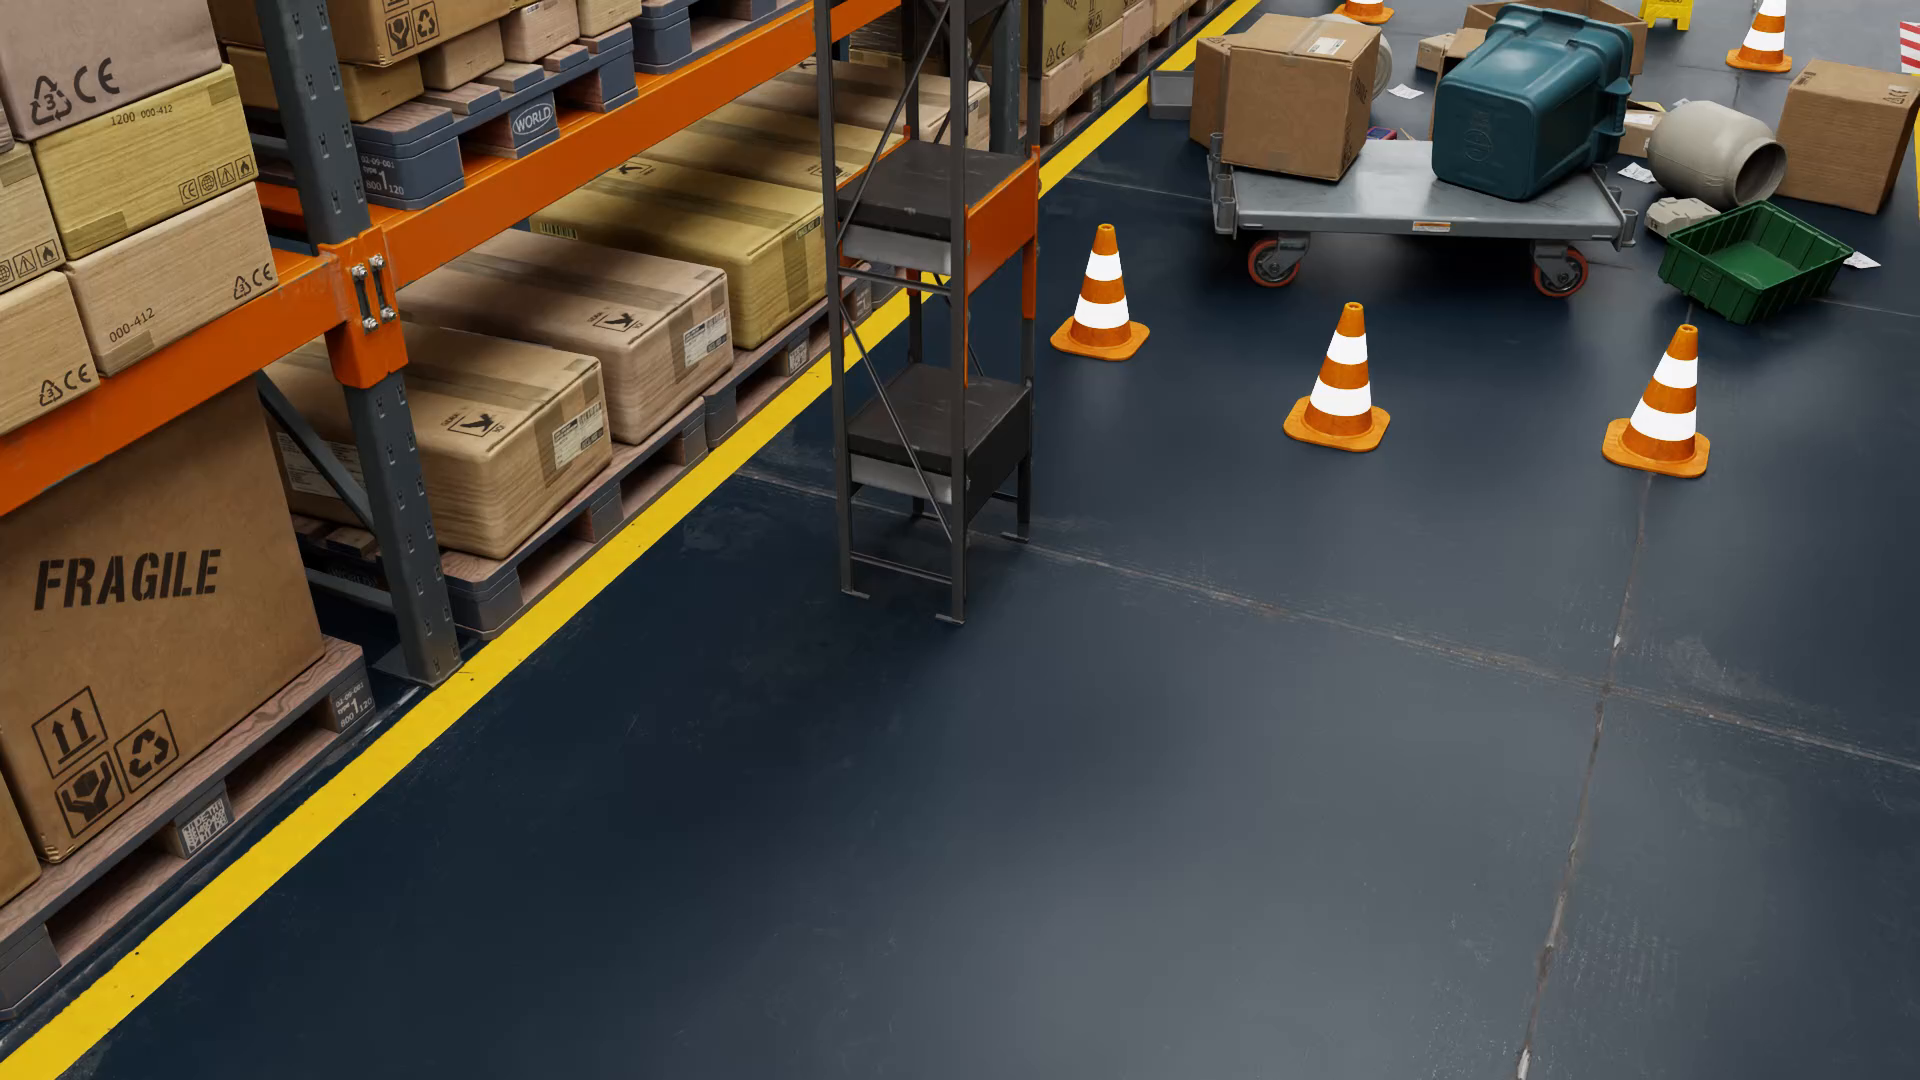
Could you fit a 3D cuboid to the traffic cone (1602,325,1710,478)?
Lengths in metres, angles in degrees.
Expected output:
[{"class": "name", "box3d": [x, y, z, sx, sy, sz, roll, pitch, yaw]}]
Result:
[{"class": "traffic cone", "box3d": [2.395, -0.506, 5.600, 0.336, 0.463, 0.334, 14, 36, 20]}]

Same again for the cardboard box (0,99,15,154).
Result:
[{"class": "cardboard box", "box3d": [-2.070, -0.867, 2.833, 0.500, 0.500, 0.500, 15, 36, 21]}]

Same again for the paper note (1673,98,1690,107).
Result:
[{"class": "paper note", "box3d": [3.821, -2.268, 8.682, 0.144, 0.017, 0.142, 29, 43, 36]}]

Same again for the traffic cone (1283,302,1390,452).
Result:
[{"class": "traffic cone", "box3d": [1.329, -0.600, 5.744, 0.336, 0.463, 0.334, 14, 36, 20]}]

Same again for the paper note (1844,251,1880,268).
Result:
[{"class": "paper note", "box3d": [3.787, -1.190, 7.036, 0.147, 0.020, 0.142, -9, 34, -13]}]

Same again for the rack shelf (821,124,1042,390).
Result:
[{"class": "rack shelf", "box3d": [-0.069, -0.784, 4.556, 0.431, 0.518, 0.480, 14, 36, 20]}]

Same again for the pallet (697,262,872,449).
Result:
[{"class": "pallet", "box3d": [-1.044, -0.810, 6.293, 1.003, 0.211, 1.213, 14, 36, 20]}]

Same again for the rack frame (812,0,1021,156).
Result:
[{"class": "rack frame", "box3d": [-0.210, -2.974, 7.050, 1.000, 3.000, 0.127, 14, 36, 20]}]

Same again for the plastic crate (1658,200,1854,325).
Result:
[{"class": "plastic crate", "box3d": [3.211, -1.124, 6.740, 0.662, 0.188, 0.450, -21, 49, -29]}]

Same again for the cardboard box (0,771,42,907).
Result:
[{"class": "cardboard box", "box3d": [-2.625, 0.499, 3.307, 0.875, 0.875, 0.875, 15, 36, 21]}]

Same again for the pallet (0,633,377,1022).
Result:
[{"class": "pallet", "box3d": [-2.282, 0.560, 4.204, 1.003, 0.211, 1.213, 14, 36, 20]}]

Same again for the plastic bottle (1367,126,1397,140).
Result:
[{"class": "plastic bottle", "box3d": [2.033, -1.958, 8.180, 0.133, 0.061, 0.283, 21, 39, 28]}]

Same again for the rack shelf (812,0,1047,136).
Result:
[{"class": "rack shelf", "box3d": [-0.069, -1.370, 4.172, 0.431, 0.518, 0.480, 14, 36, 20]}]

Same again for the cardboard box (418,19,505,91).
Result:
[{"class": "cardboard box", "box3d": [-1.430, -1.305, 4.350, 0.380, 0.149, 0.250, 12, 35, 18]}]

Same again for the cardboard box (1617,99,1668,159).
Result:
[{"class": "cardboard box", "box3d": [3.374, -2.024, 8.094, 0.396, 0.266, 0.258, 21, 39, 28]}]

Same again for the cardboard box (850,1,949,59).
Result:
[{"class": "cardboard box", "box3d": [-0.206, -2.669, 8.026, 0.500, 0.500, 0.500, 14, 36, 20]}]

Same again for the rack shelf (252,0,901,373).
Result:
[{"class": "rack shelf", "box3d": [-1.047, -1.677, 5.728, 1.077, 0.370, 4.000, 14, 36, 20]}]

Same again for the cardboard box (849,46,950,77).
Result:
[{"class": "cardboard box", "box3d": [-0.207, -2.356, 8.232, 0.500, 0.250, 0.500, 16, 36, 23]}]

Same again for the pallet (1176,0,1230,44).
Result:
[{"class": "pallet", "box3d": [1.059, -3.366, 10.190, 1.003, 0.211, 1.213, 14, 36, 20]}]

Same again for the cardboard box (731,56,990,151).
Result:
[{"class": "cardboard box", "box3d": [-0.427, -1.789, 7.256, 0.950, 0.372, 0.625, 15, 36, 21]}]

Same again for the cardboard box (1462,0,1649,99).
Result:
[{"class": "cardboard box", "box3d": [3.028, -2.466, 8.553, 0.797, 0.503, 0.637, -9, 34, -13]}]

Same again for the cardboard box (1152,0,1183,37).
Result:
[{"class": "cardboard box", "box3d": [0.932, -3.009, 9.229, 0.500, 0.250, 0.500, 13, 35, 19]}]

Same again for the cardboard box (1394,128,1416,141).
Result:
[{"class": "cardboard box", "box3d": [2.080, -1.744, 7.667, 0.258, 0.266, 0.396, -9, 34, -13]}]

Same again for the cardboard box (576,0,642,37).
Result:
[{"class": "cardboard box", "box3d": [-1.140, -1.563, 4.744, 0.380, 0.149, 0.250, 14, 36, 21]}]

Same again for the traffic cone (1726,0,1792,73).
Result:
[{"class": "traffic cone", "box3d": [4.490, -2.881, 9.222, 0.336, 0.463, 0.334, 14, 36, 20]}]

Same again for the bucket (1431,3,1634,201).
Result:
[{"class": "bucket", "box3d": [2.291, -1.752, 6.785, 0.726, 0.611, 0.620, 29, 53, 36]}]

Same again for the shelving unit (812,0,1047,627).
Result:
[{"class": "shelving unit", "box3d": [-0.069, -0.796, 4.549, 0.431, 2.100, 0.503, 14, 36, 20]}]

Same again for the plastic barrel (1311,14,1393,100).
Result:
[{"class": "plastic barrel", "box3d": [1.974, -2.513, 8.696, 0.421, 0.421, 0.512, -15, 36, -21]}]

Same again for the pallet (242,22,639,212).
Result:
[{"class": "pallet", "box3d": [-1.682, -1.281, 4.643, 1.213, 0.211, 1.003, 14, 36, 20]}]

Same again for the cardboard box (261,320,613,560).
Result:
[{"class": "cardboard box", "box3d": [-1.638, -0.338, 5.043, 0.950, 0.372, 0.625, 12, 35, 17]}]

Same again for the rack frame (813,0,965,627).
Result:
[{"class": "rack frame", "box3d": [-0.171, -0.674, 4.363, 0.400, 2.100, 0.015, 14, 36, 20]}]

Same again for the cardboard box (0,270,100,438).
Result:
[{"class": "cardboard box", "box3d": [-2.059, -0.349, 3.184, 0.500, 0.250, 0.500, 15, 36, 21]}]

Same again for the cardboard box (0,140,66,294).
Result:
[{"class": "cardboard box", "box3d": [-2.067, -0.572, 3.068, 0.500, 0.250, 0.500, 13, 36, 19]}]

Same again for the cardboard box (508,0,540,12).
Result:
[{"class": "cardboard box", "box3d": [-1.274, -1.756, 4.447, 0.500, 0.500, 0.500, 16, 37, 23]}]

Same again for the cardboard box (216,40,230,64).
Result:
[{"class": "cardboard box", "box3d": [-1.960, -1.269, 4.297, 0.380, 0.149, 0.250, 16, 36, 22]}]

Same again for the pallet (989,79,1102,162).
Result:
[{"class": "pallet", "box3d": [0.039, -2.150, 8.337, 1.003, 0.211, 1.213, 14, 36, 20]}]

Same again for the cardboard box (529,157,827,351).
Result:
[{"class": "cardboard box", "box3d": [-1.014, -1.083, 6.180, 0.950, 0.372, 0.625, 15, 36, 22]}]

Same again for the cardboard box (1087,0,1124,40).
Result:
[{"class": "cardboard box", "box3d": [0.495, -2.814, 8.247, 0.500, 0.500, 0.500, 16, 36, 22]}]

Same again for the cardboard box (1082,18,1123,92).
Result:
[{"class": "cardboard box", "box3d": [0.495, -2.500, 8.452, 0.500, 0.250, 0.500, 16, 37, 23]}]

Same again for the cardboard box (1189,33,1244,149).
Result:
[{"class": "cardboard box", "box3d": [1.474, -2.151, 8.072, 0.500, 0.500, 0.500, -15, 36, -21]}]
